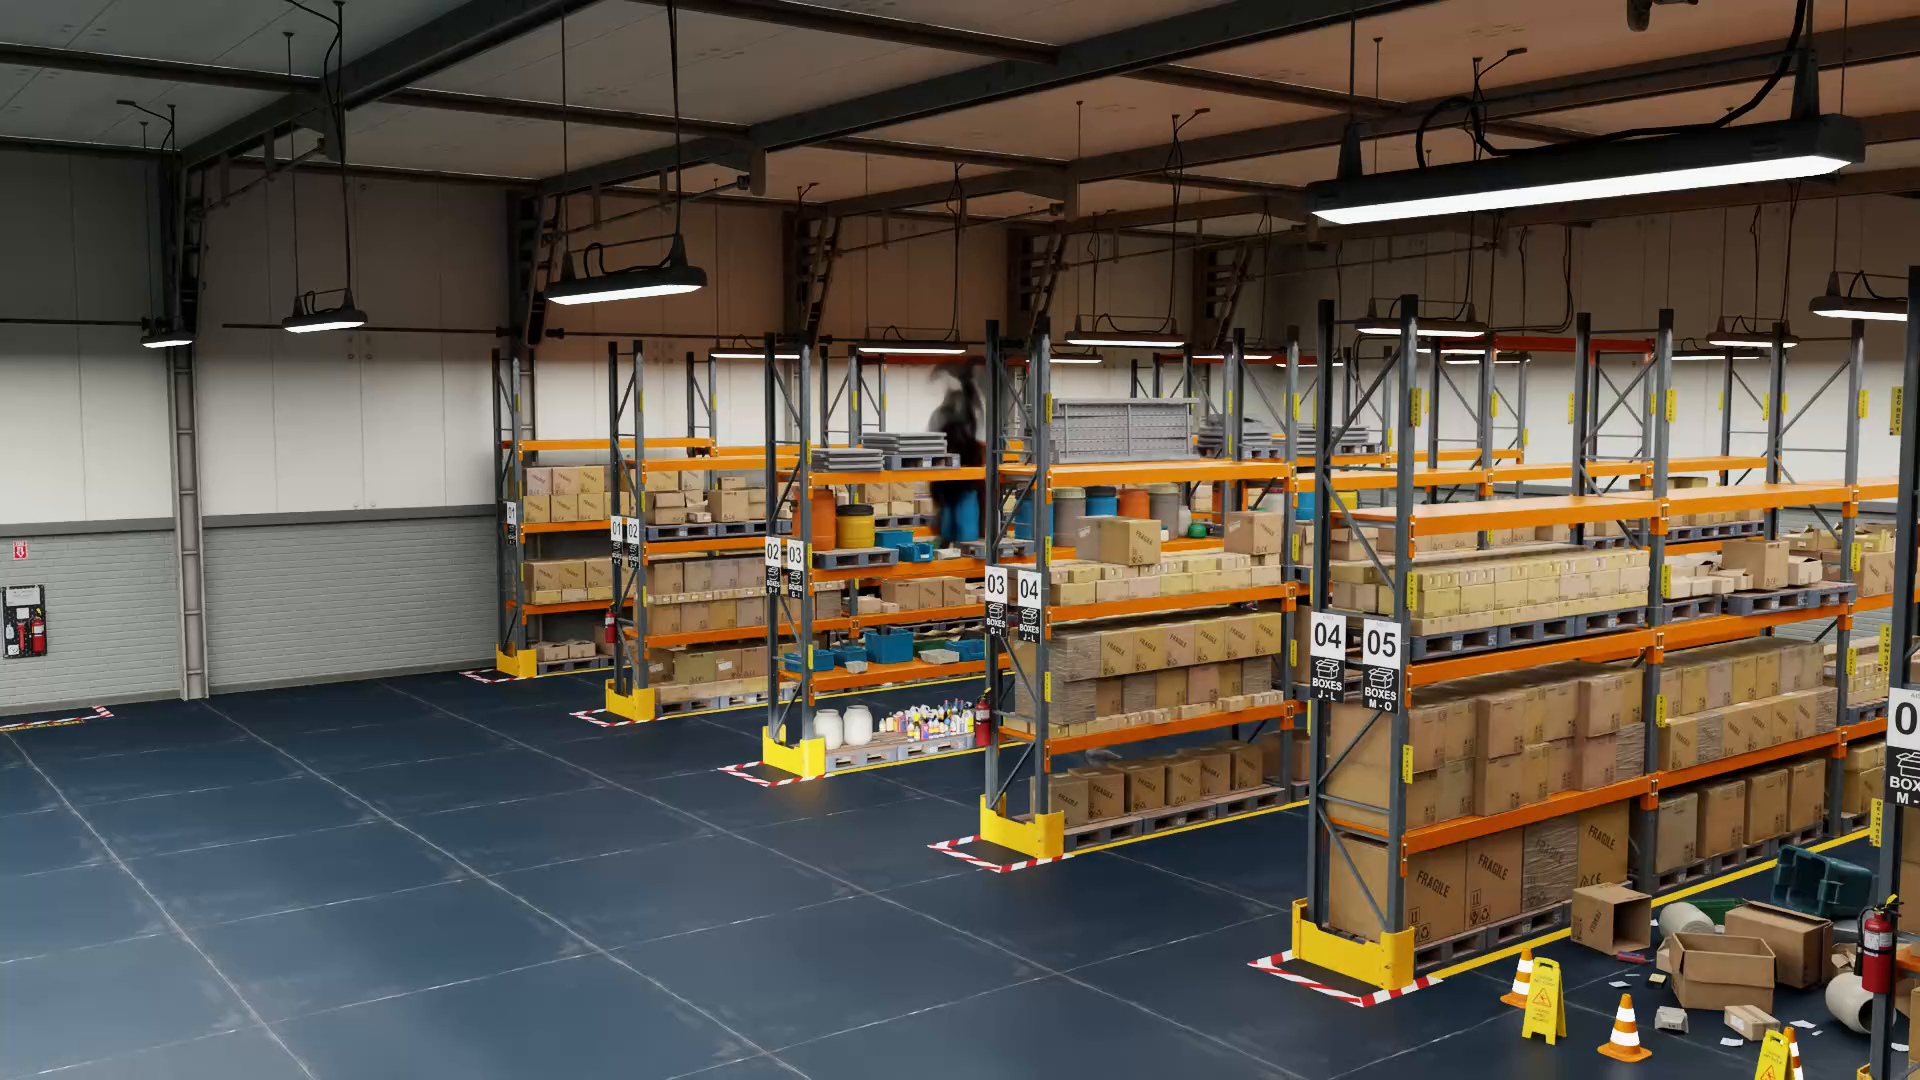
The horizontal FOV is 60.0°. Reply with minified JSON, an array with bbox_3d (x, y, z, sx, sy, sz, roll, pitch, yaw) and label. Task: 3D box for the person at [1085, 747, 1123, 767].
[{"bbox_3d":[1.849,2.427,21.919,0.541,1.660,0.616,-3,6,-33],"label":"person"}]
